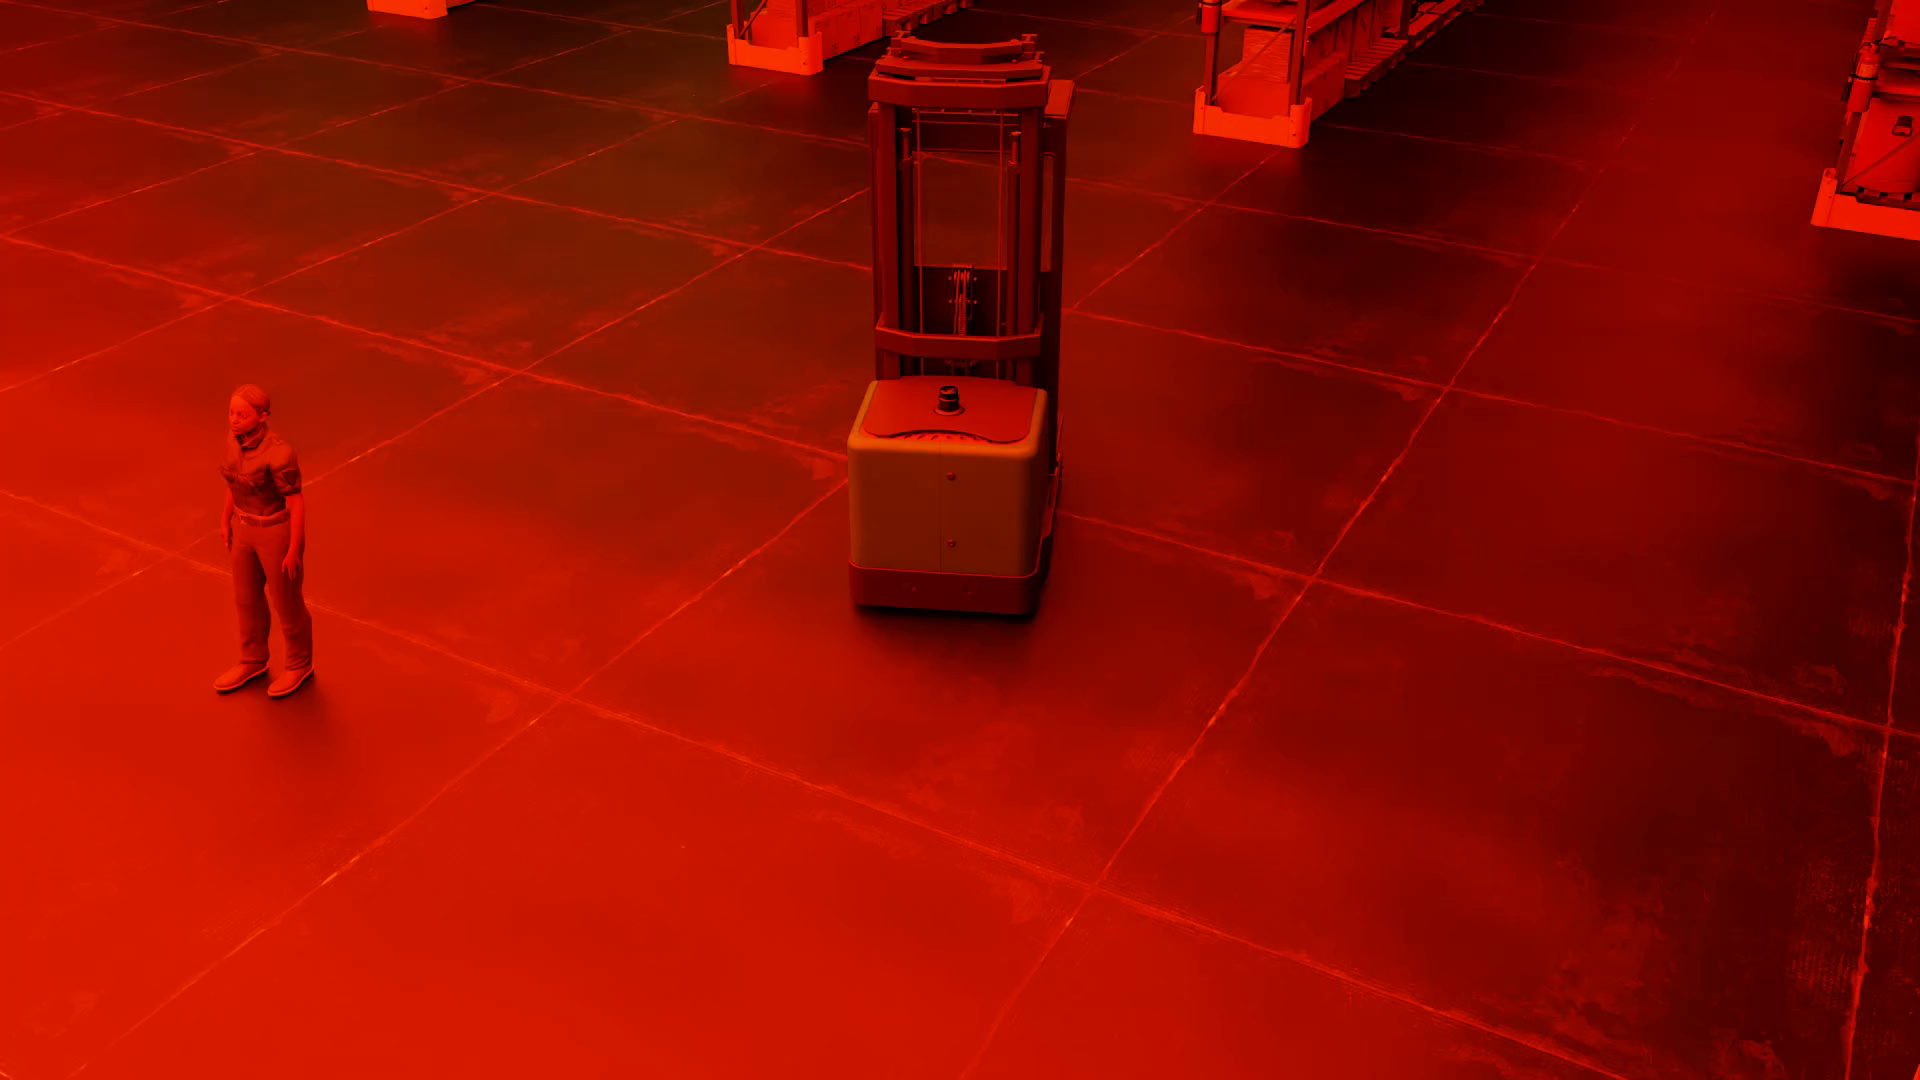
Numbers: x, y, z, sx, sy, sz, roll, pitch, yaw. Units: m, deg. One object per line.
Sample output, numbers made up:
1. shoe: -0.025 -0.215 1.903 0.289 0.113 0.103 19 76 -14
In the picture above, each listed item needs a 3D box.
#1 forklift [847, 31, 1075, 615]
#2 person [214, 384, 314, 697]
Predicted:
1. forklift: 0.072 -1.572 9.794 1.130 2.935 3.031 3 30 6
2. person: -3.528 0.024 8.291 0.570 1.655 0.504 17 34 26
